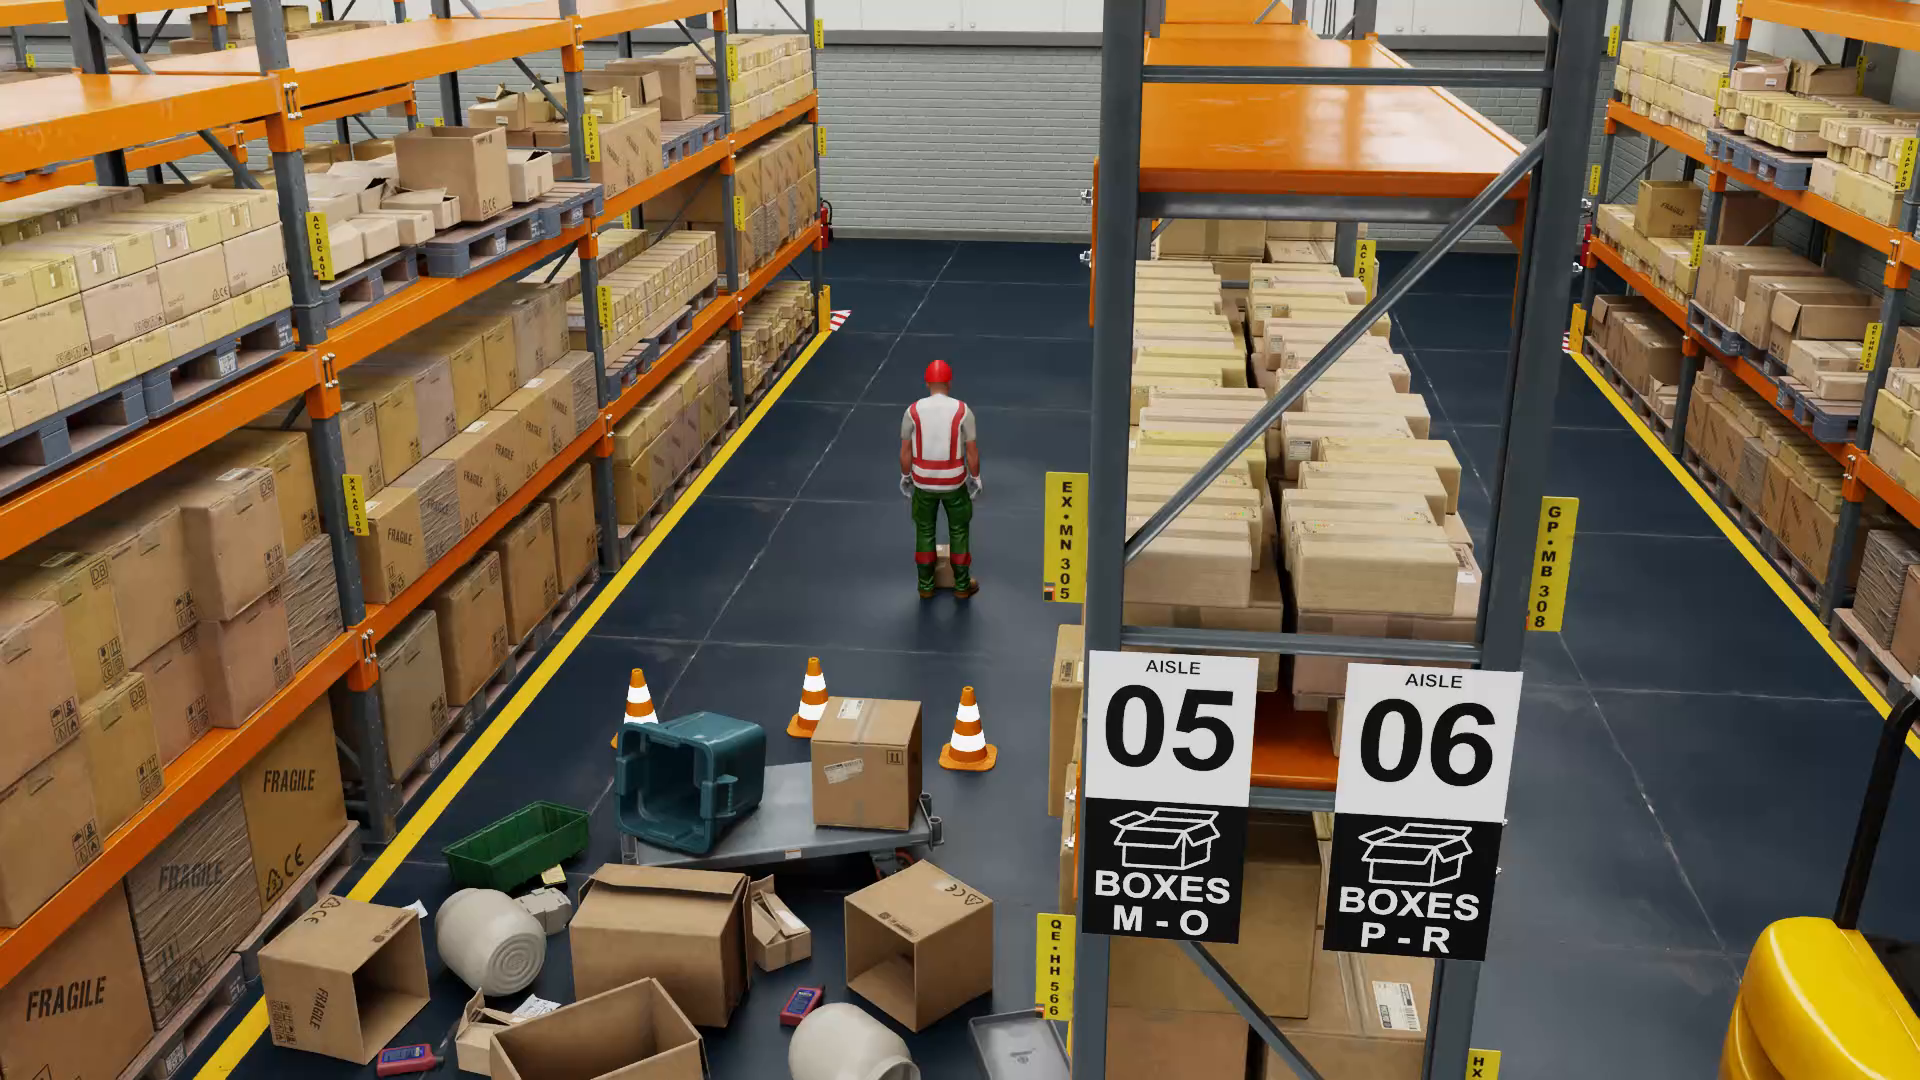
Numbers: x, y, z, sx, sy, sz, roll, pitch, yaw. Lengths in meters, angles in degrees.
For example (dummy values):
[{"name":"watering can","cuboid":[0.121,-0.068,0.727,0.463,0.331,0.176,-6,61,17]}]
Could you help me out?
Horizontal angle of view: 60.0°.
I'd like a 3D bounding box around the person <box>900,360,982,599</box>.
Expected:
[{"name":"person","cuboid":[-0.139,-0.436,12.202,0.608,1.776,0.453,2,21,6]}]
